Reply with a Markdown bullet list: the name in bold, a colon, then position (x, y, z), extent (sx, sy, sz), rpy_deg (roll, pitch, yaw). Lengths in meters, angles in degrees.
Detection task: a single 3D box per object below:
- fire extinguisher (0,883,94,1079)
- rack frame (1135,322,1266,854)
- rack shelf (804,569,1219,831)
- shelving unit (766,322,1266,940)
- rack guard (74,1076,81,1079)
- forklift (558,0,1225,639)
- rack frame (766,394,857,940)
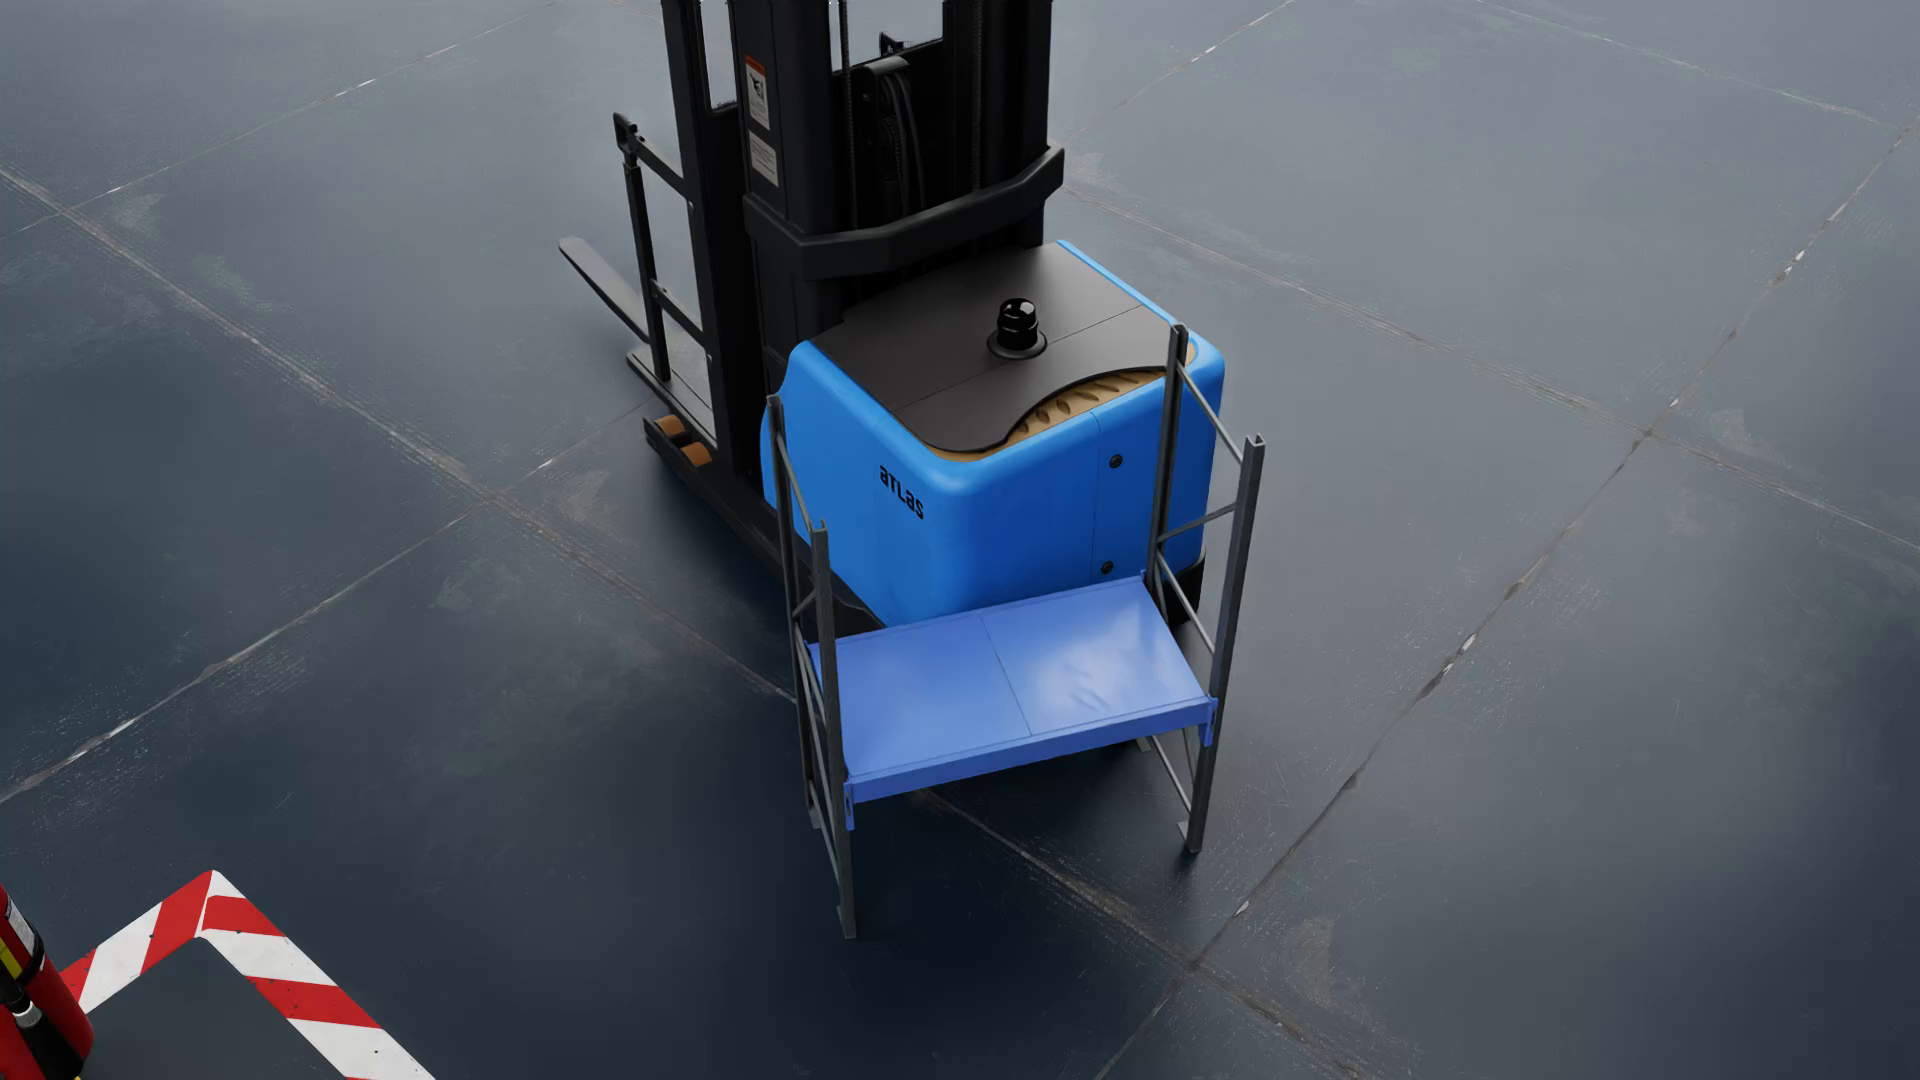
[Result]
- **fire extinguisher**: position (-1.674, 0.689, 2.820), extent (0.296, 0.674, 0.183), rpy_deg (29, 50, 28)
- **rack frame**: position (0.606, 0.180, 4.437), extent (0.032, 1.500, 0.500), rpy_deg (-11, 43, -12)
- **rack shelf**: position (0.119, 0.411, 4.451), extent (1.000, 0.185, 0.538), rpy_deg (-11, 43, -12)
- **shelving unit**: position (0.119, 0.278, 4.330), extent (1.048, 1.500, 0.538), rpy_deg (-11, 43, -12)
- **rack guard**: position (-2.090, 1.433, 3.803), extent (1.175, 0.500, 0.348), rpy_deg (29, 50, 28)
- **forklift**: position (-0.486, -1.437, 5.152), extent (1.130, 2.935, 3.031), rpy_deg (-26, 48, -25)
- **rack frame**: position (-0.368, 0.375, 4.223), extent (0.032, 1.500, 0.500), rpy_deg (-11, 43, -12)
